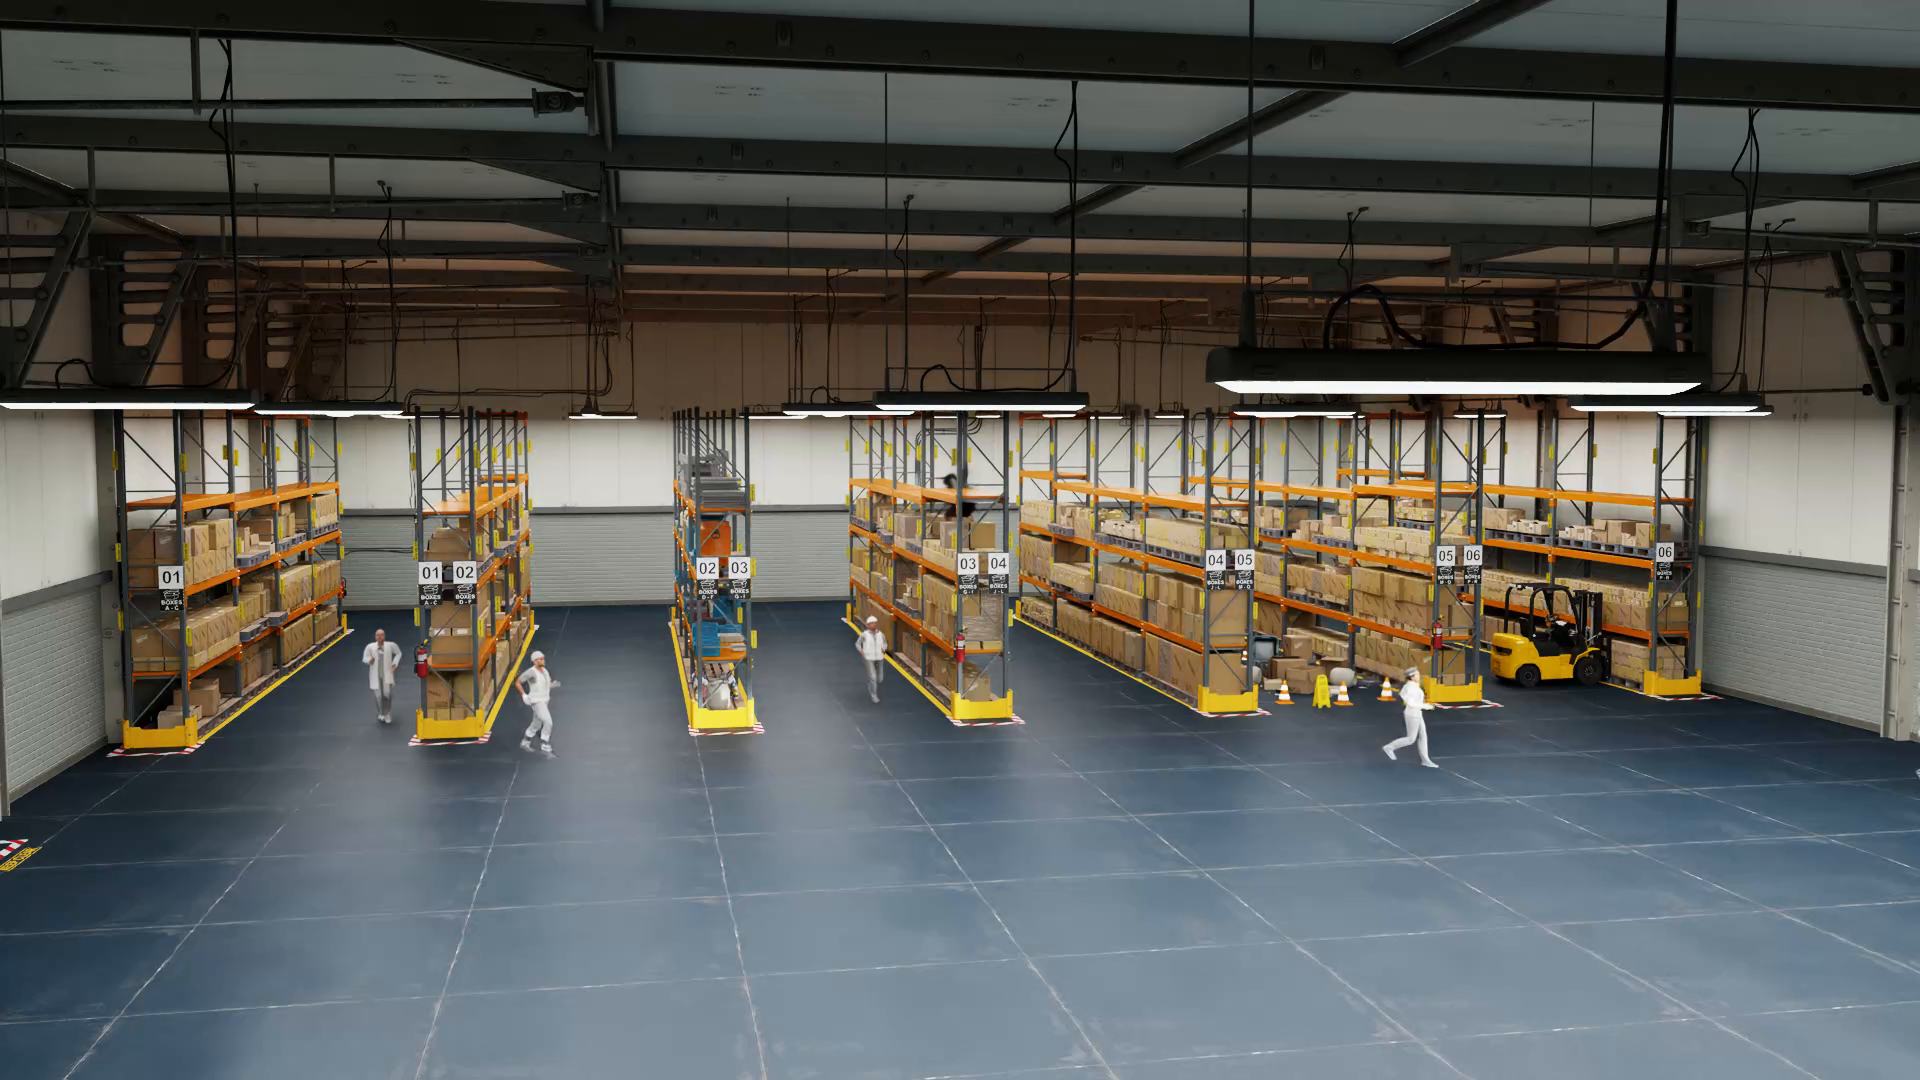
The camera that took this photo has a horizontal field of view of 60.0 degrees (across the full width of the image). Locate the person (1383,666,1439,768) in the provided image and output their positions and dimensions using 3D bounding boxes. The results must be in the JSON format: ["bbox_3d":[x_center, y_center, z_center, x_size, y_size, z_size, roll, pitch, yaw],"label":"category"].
[{"bbox_3d":[7.471,2.919,27.498,0.901,1.693,0.616,2,4,20],"label":"person"}]

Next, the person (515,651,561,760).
[{"bbox_3d":[-7.171,2.810,28.313,0.783,1.847,0.651,1,4,13],"label":"person"}]

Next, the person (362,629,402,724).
[{"bbox_3d":[-10.977,2.602,31.569,0.688,1.814,0.755,-1,4,-14],"label":"person"}]

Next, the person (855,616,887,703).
[{"bbox_3d":[-1.797,2.433,34.072,0.668,1.739,0.803,-2,4,-23],"label":"person"}]
